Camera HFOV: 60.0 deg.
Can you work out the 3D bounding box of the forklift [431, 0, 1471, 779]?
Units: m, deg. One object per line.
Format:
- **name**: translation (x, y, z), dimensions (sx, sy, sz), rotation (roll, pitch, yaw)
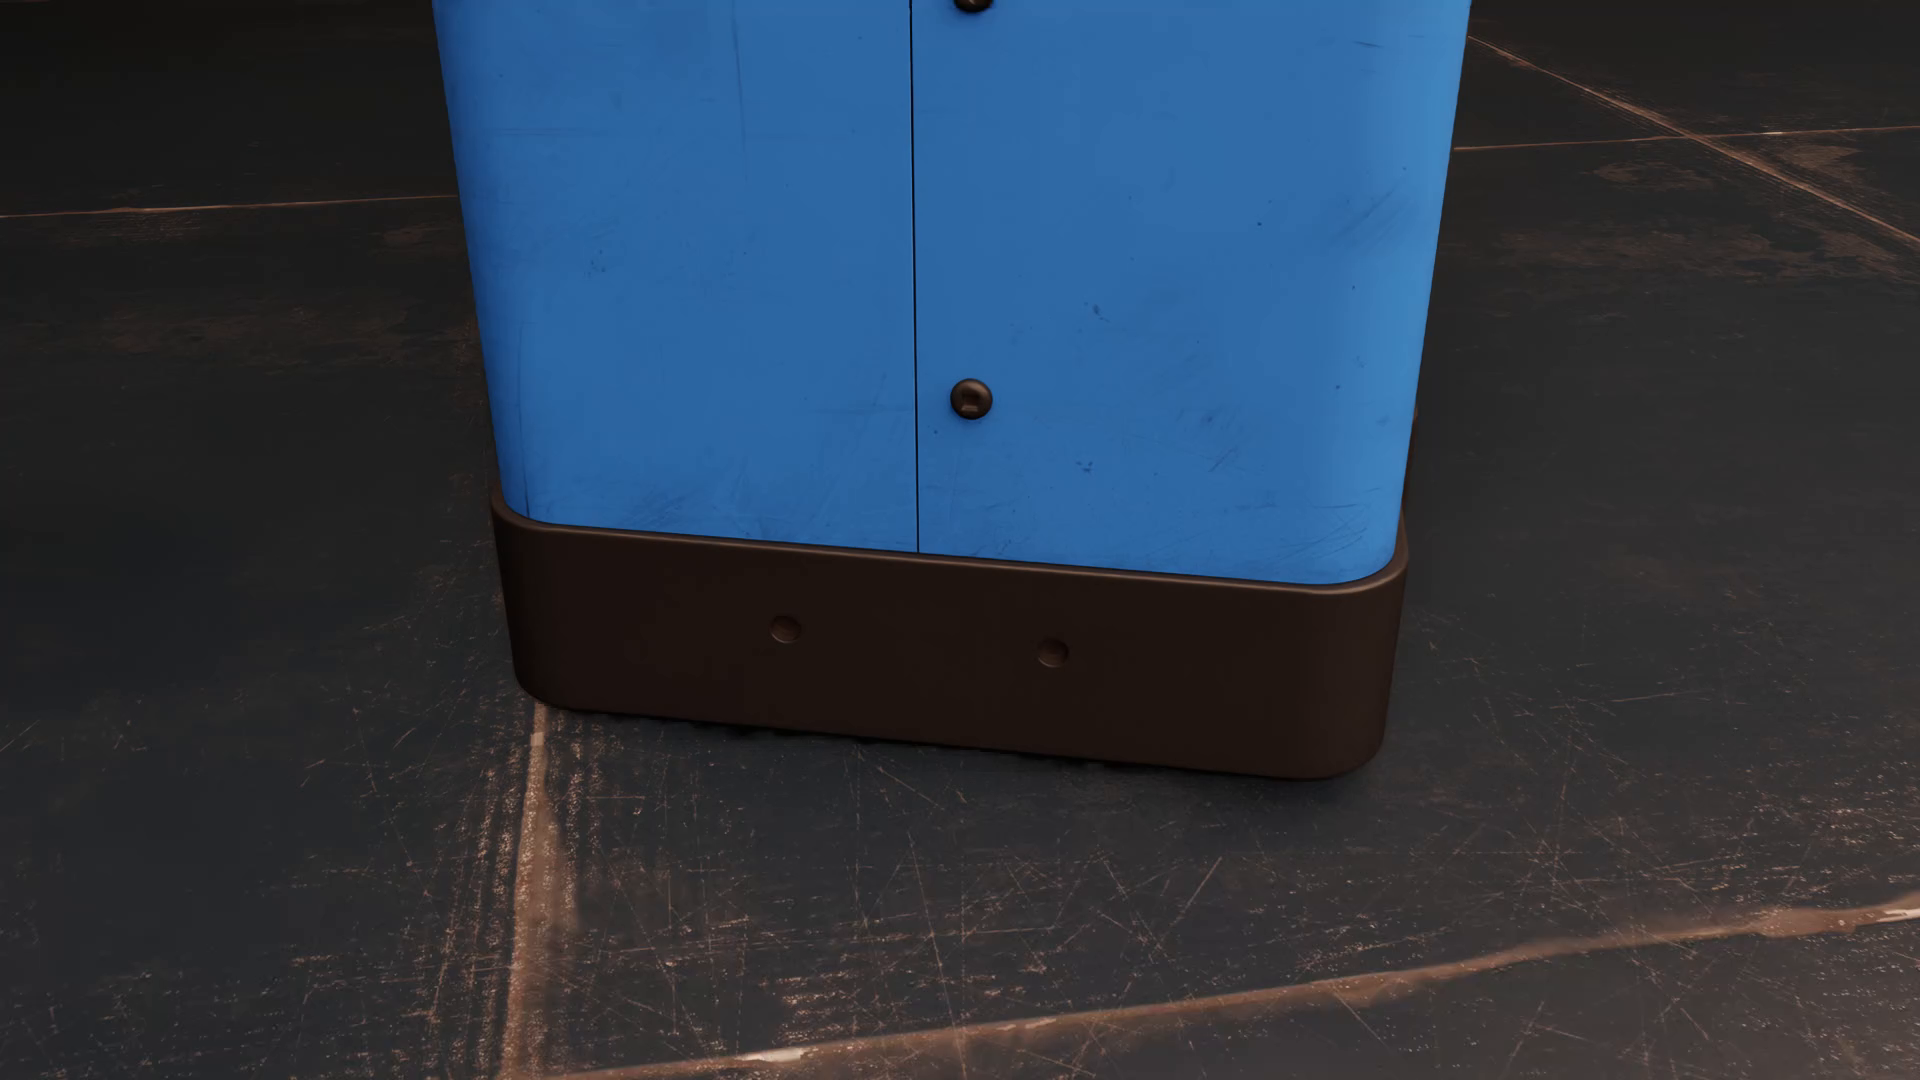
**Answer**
- **forklift**: translation (0.205, -1.698, 2.573), dimensions (1.130, 2.935, 3.031), rotation (5, 28, 8)
